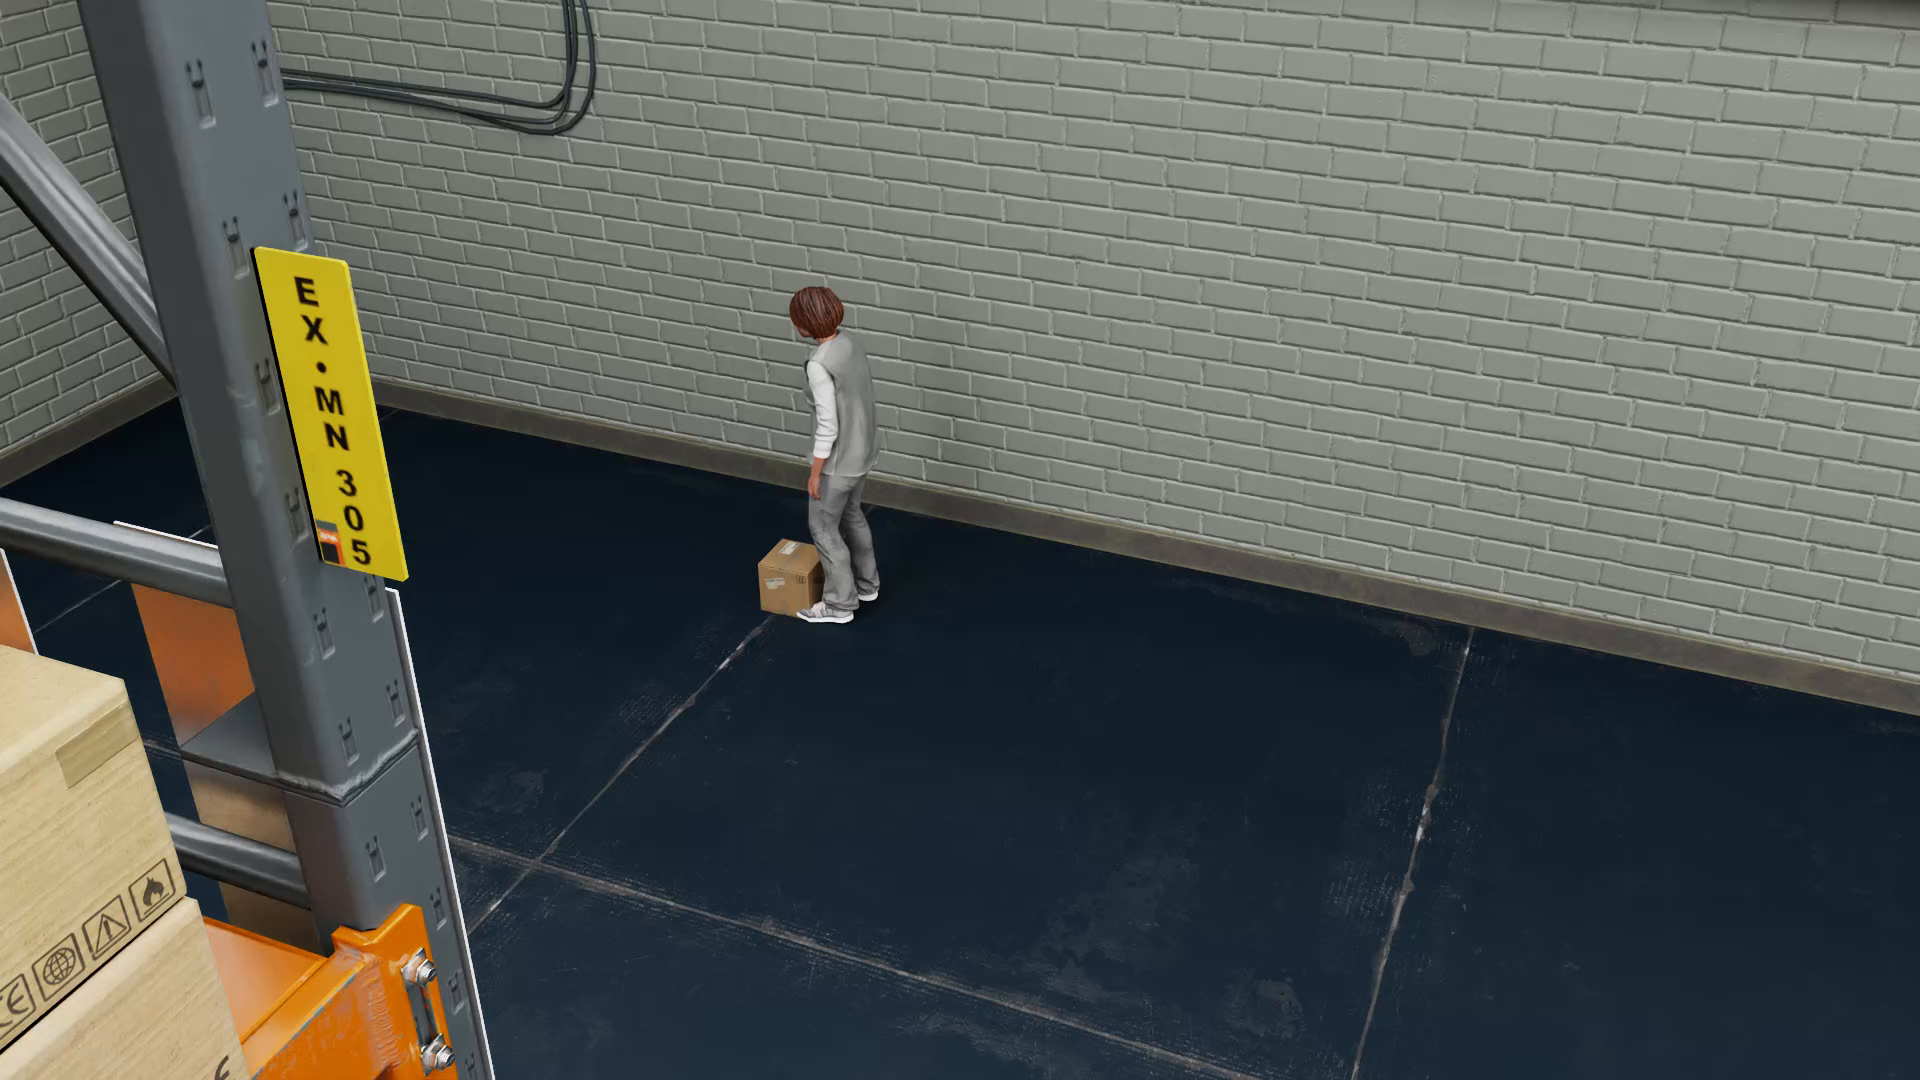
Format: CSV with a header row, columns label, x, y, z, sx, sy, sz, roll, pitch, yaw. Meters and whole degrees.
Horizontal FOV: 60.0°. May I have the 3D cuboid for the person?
label,x,y,z,sx,sy,sz,roll,pitch,yaw
person,-0.544,-0.359,7.261,0.374,1.593,0.485,10,31,16
